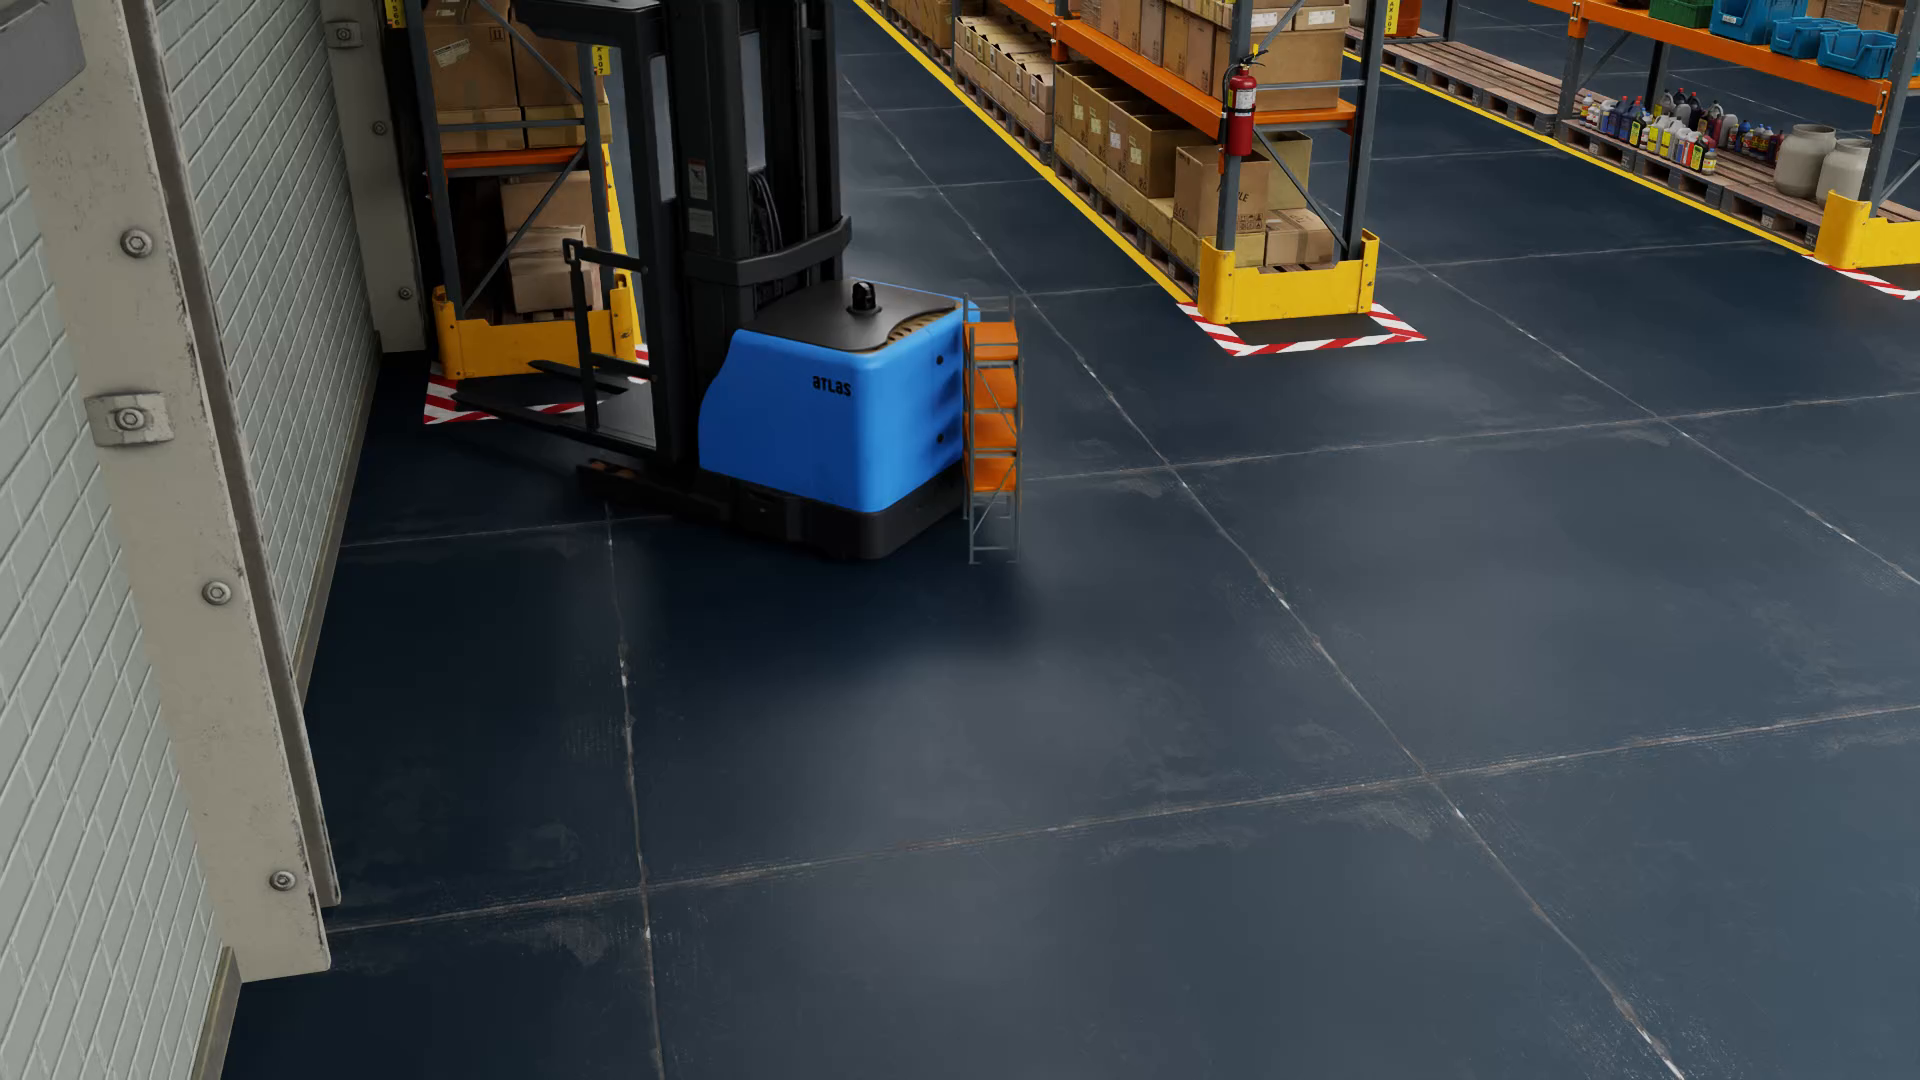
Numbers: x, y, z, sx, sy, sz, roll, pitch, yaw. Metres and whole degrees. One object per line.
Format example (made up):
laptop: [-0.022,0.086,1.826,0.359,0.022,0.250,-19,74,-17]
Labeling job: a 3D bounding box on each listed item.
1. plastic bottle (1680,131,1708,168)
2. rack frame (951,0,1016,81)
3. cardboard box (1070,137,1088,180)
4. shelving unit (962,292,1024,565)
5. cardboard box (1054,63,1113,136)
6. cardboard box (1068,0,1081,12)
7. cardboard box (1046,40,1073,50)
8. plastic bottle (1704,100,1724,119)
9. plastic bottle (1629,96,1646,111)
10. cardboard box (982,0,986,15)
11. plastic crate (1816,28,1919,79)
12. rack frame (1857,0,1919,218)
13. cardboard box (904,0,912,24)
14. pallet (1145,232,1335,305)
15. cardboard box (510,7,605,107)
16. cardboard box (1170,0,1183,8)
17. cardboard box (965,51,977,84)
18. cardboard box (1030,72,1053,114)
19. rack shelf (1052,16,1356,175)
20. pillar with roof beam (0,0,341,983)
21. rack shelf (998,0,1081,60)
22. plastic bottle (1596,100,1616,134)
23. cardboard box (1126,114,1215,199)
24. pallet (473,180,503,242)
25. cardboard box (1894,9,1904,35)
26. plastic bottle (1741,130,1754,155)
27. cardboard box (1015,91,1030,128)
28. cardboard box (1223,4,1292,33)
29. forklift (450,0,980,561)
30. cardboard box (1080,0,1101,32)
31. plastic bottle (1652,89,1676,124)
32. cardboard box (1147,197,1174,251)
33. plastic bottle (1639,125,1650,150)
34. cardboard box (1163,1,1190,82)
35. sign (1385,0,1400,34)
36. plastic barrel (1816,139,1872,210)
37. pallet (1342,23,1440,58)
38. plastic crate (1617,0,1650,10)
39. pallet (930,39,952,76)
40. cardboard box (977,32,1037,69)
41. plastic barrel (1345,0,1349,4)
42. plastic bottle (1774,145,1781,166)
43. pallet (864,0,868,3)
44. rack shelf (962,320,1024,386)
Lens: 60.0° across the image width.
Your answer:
plastic bottle: [6.165,-3.277,13.947,0.152,0.276,0.135,-6,27,-11]
rack frame: [0.407,-6.432,17.664,1.000,3.000,0.127,-6,27,-12]
cardboard box: [1.225,-3.181,13.809,0.500,0.250,0.500,-6,27,-12]
shelving unit: [0.151,-0.532,7.973,0.258,1.200,0.503,-1,27,-3]
cardboard box: [1.107,-3.735,14.074,0.500,0.500,0.500,-6,27,-12]
cardboard box: [1.154,-4.820,14.638,0.500,0.250,0.500,-4,27,-8]
cardboard box: [1.110,-4.767,16.329,0.500,0.311,0.500,-5,27,-10]
plastic bottle: [6.677,-3.711,14.726,0.144,0.351,0.185,-6,27,-12]
plastic bottle: [6.053,-3.809,14.919,0.144,0.351,0.185,-6,27,-12]
cardboard box: [0.459,-5.970,19.035,0.500,0.500,0.500,-7,28,-13]
plastic crate: [6.632,-3.544,12.107,0.499,0.251,0.616,-6,27,-12]
rack frame: [7.036,-3.421,11.699,1.000,3.000,0.127,-6,27,-12]
cardboard box: [-0.387,-6.578,20.239,0.500,0.500,0.500,-6,27,-11]
pallet: [1.996,-2.006,11.990,1.003,0.211,1.213,-6,27,-12]
cardboard box: [-2.431,-2.932,10.042,0.500,0.500,0.500,-6,27,-12]
cardboard box: [1.705,-3.855,11.728,0.380,0.149,0.250,-5,27,-10]
cardboard box: [0.353,-4.911,17.237,0.500,0.250,0.500,-7,28,-13]
cardboard box: [0.937,-4.035,14.878,0.500,0.311,0.500,-6,27,-12]
rack shelf: [1.759,-3.476,12.607,1.077,0.370,4.000,-6,27,-12]
pillar with roof beam: [1.930,-3.116,4.436,9.100,9.000,0.400,-6,27,-12]
rack shelf: [0.857,-5.232,16.086,1.077,0.370,4.000,-6,27,-12]
plastic bottle: [5.879,-3.834,15.051,0.152,0.276,0.135,-5,27,-10]
cardboard box: [1.559,-2.857,12.335,0.500,0.500,0.500,-6,27,-12]
pallet: [-3.332,-2.635,13.236,1.003,0.211,1.213,-6,27,-12]
cardboard box: [10.627,-5.489,18.082,0.700,0.500,0.500,-8,28,-16]
plastic bottle: [6.809,-3.434,14.341,0.097,0.201,0.097,0,27,0]
cardboard box: [0.820,-4.010,15.452,0.500,0.250,0.500,-6,27,-12]
cardboard box: [1.938,-3.402,10.831,0.380,0.149,0.250,-6,27,-12]
forklift: [-1.411,-1.691,8.348,3.031,2.935,1.130,15,31,28]
cardboard box: [1.414,-4.526,13.777,0.700,0.500,0.500,-7,28,-13]
plastic bottle: [6.420,-3.923,15.144,0.144,0.351,0.185,-6,27,-12]
cardboard box: [1.676,-2.303,12.070,0.500,0.250,0.500,-6,27,-12]
plastic bottle: [5.996,-3.518,14.508,0.097,0.201,0.097,0,27,0]
cardboard box: [1.887,-3.619,11.980,0.700,0.500,0.500,-6,27,-11]
sign: [2.752,-3.395,10.599,0.100,0.325,0.005,-6,27,-12]
plastic barrel: [6.813,-2.779,12.722,0.421,0.512,0.421,0,27,0]
pallet: [5.015,-6.030,19.962,1.003,0.211,1.213,-6,27,-12]
plastic crate: [6.129,-4.906,14.711,0.767,0.338,0.504,-6,27,-12]
pallet: [0.275,-5.518,18.949,1.003,0.211,1.213,-6,27,-12]
cardboard box: [0.478,-4.928,16.648,0.500,0.311,0.500,-7,28,-13]
plastic barrel: [4.852,-6.753,20.510,0.600,0.588,0.708,-6,27,-12]
plastic bottle: [6.908,-3.241,13.960,0.097,0.201,0.097,0,27,0]
pallet: [-0.927,-7.781,23.432,1.003,0.211,1.213,-6,27,-12]
rack shelf: [0.151,-0.883,7.796,0.258,0.148,0.480,-1,27,-3]
